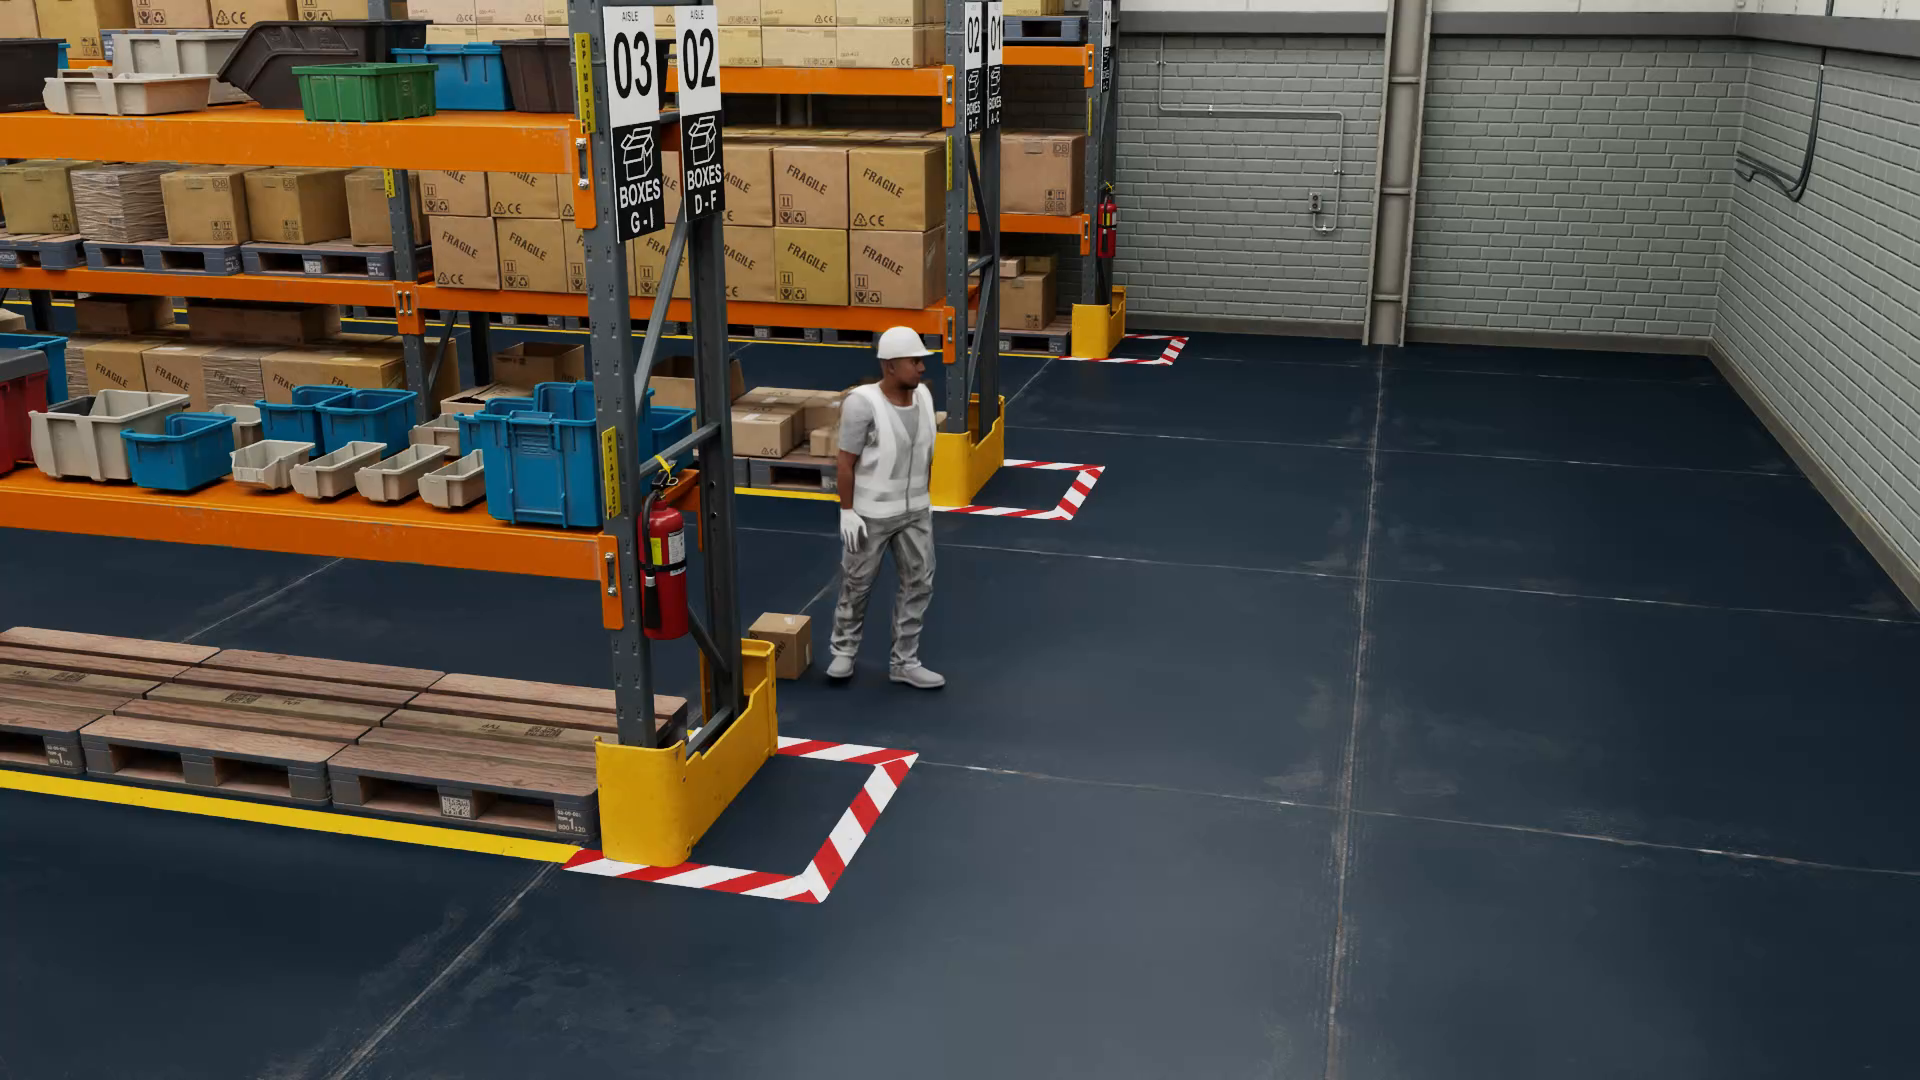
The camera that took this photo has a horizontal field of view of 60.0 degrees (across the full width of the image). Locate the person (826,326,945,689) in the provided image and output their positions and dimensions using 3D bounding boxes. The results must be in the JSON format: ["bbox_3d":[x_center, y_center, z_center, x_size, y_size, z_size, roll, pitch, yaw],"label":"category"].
[{"bbox_3d":[-0.365,-0.153,7.998,0.582,1.777,0.578,-14,23,-37],"label":"person"}]
